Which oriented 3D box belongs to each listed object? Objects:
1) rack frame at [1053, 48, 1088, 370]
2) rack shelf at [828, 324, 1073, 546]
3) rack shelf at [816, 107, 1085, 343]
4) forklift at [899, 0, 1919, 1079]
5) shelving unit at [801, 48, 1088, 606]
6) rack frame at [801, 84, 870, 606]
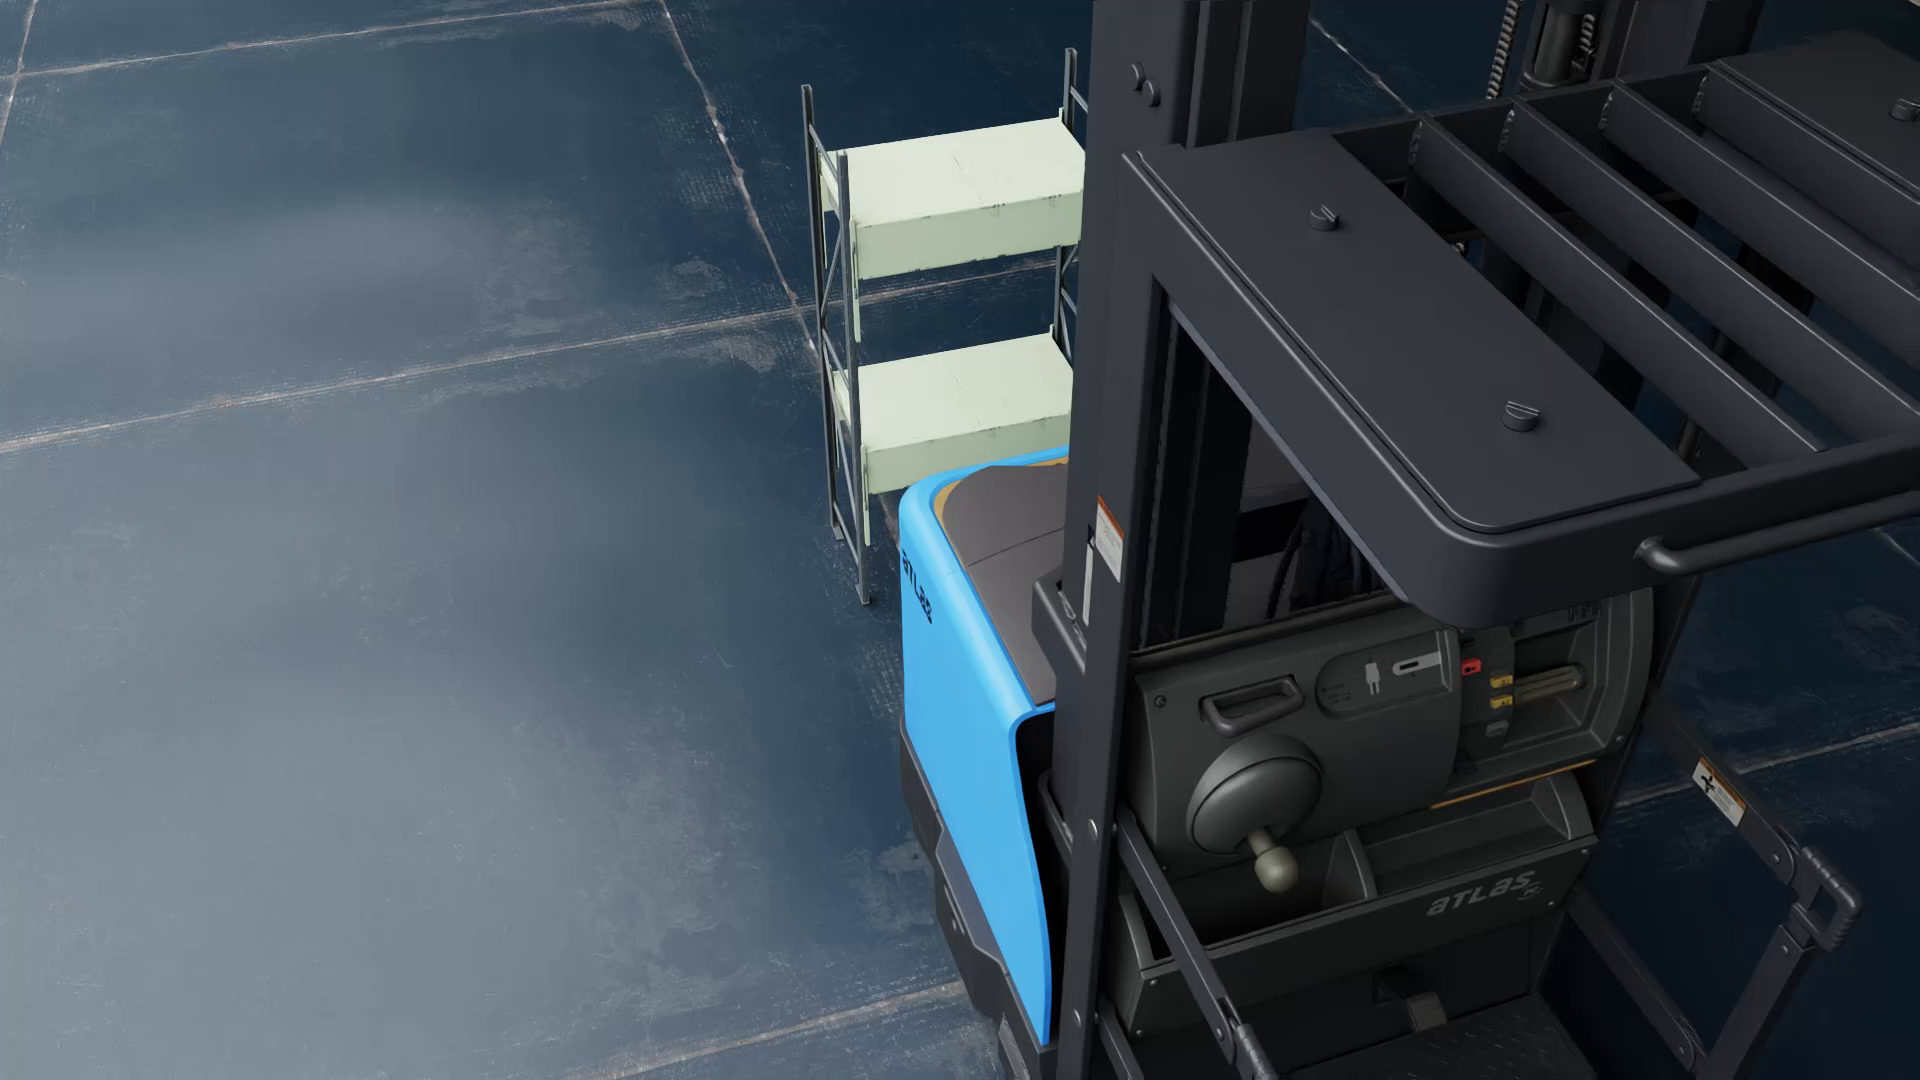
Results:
[{"bbox_3d":[0.355,-0.638,4.841,0.023,1.500,0.400,-12,42,-13],"label":"rack frame"},{"bbox_3d":[0.006,-0.321,4.973,0.720,0.370,0.431,-12,42,-13],"label":"rack shelf"},{"bbox_3d":[0.006,-0.860,4.501,0.720,0.370,0.431,-12,42,-13],"label":"rack shelf"},{"bbox_3d":[0.805,0.382,2.585,1.130,2.935,3.031,-13,43,-14],"label":"forklift"},{"bbox_3d":[0.006,-0.566,4.758,0.755,1.500,0.431,-12,42,-13],"label":"shelving unit"},{"bbox_3d":[-0.343,-0.494,4.675,0.023,1.500,0.400,-12,42,-13],"label":"rack frame"}]
